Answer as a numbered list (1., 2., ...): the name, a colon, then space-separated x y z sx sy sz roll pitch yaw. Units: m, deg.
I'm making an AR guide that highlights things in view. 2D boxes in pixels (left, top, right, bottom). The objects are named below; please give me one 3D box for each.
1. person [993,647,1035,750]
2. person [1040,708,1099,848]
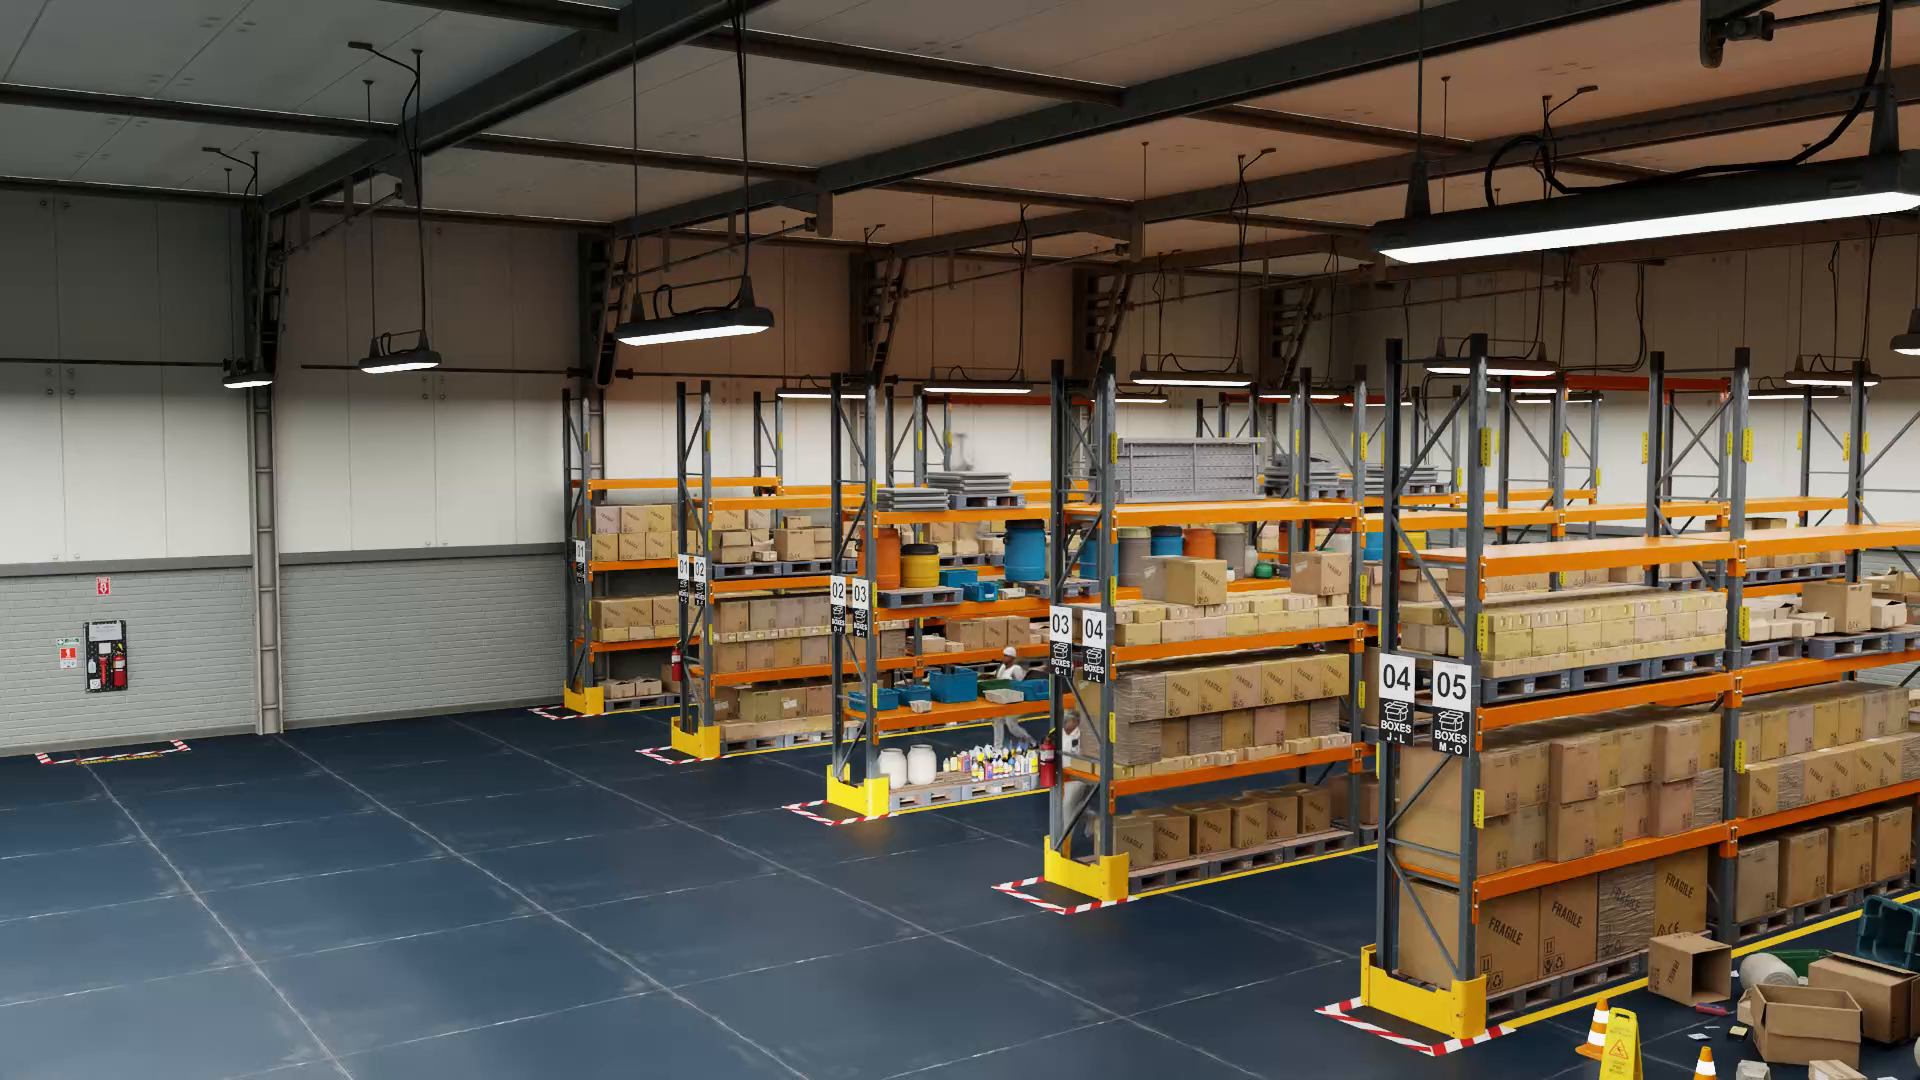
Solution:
1. person: 0.774 2.570 26.173 0.905 1.780 0.682 -2 4 -33
2. person: 1.449 2.953 20.714 0.943 1.768 0.647 -3 5 -41
